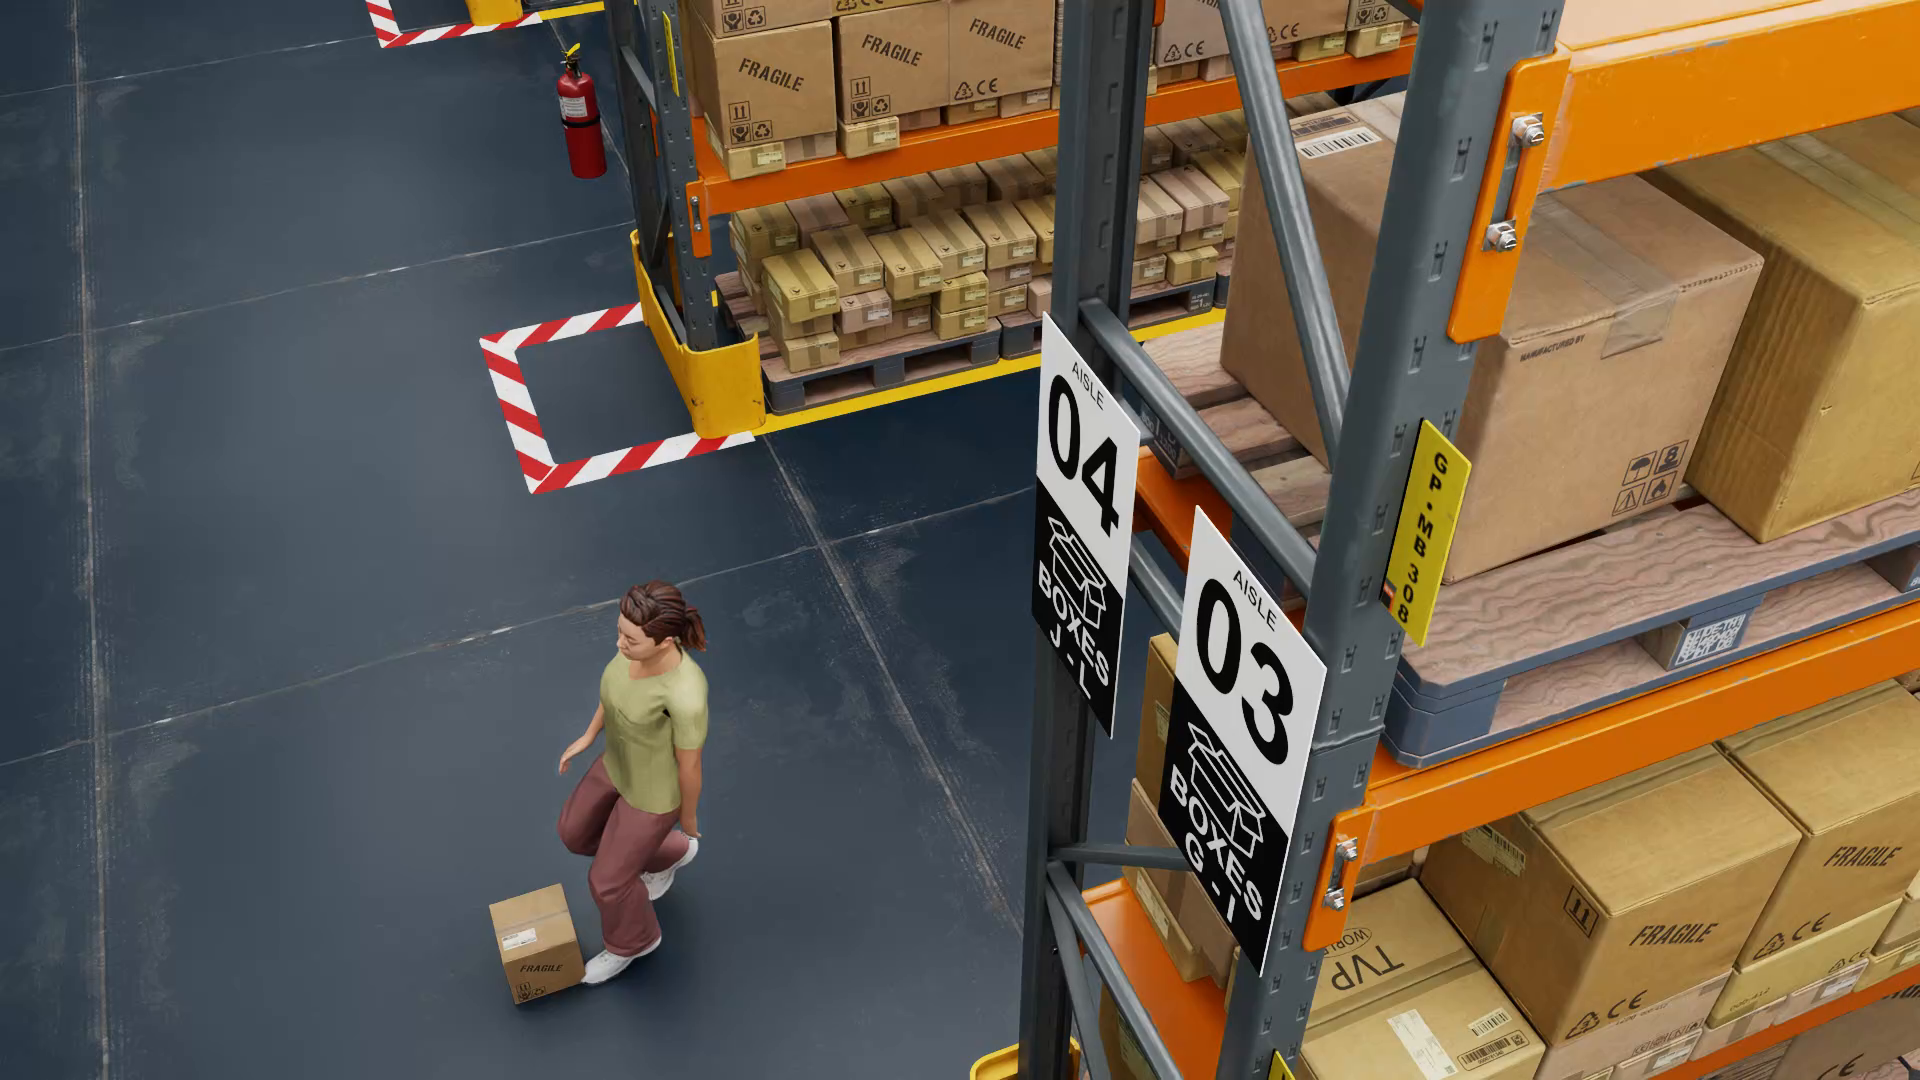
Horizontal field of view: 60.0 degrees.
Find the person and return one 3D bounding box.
[{"bbox_3d":[-1.057,0.782,5.343,0.640,1.622,0.475,-23,47,-23],"label":"person"}]
